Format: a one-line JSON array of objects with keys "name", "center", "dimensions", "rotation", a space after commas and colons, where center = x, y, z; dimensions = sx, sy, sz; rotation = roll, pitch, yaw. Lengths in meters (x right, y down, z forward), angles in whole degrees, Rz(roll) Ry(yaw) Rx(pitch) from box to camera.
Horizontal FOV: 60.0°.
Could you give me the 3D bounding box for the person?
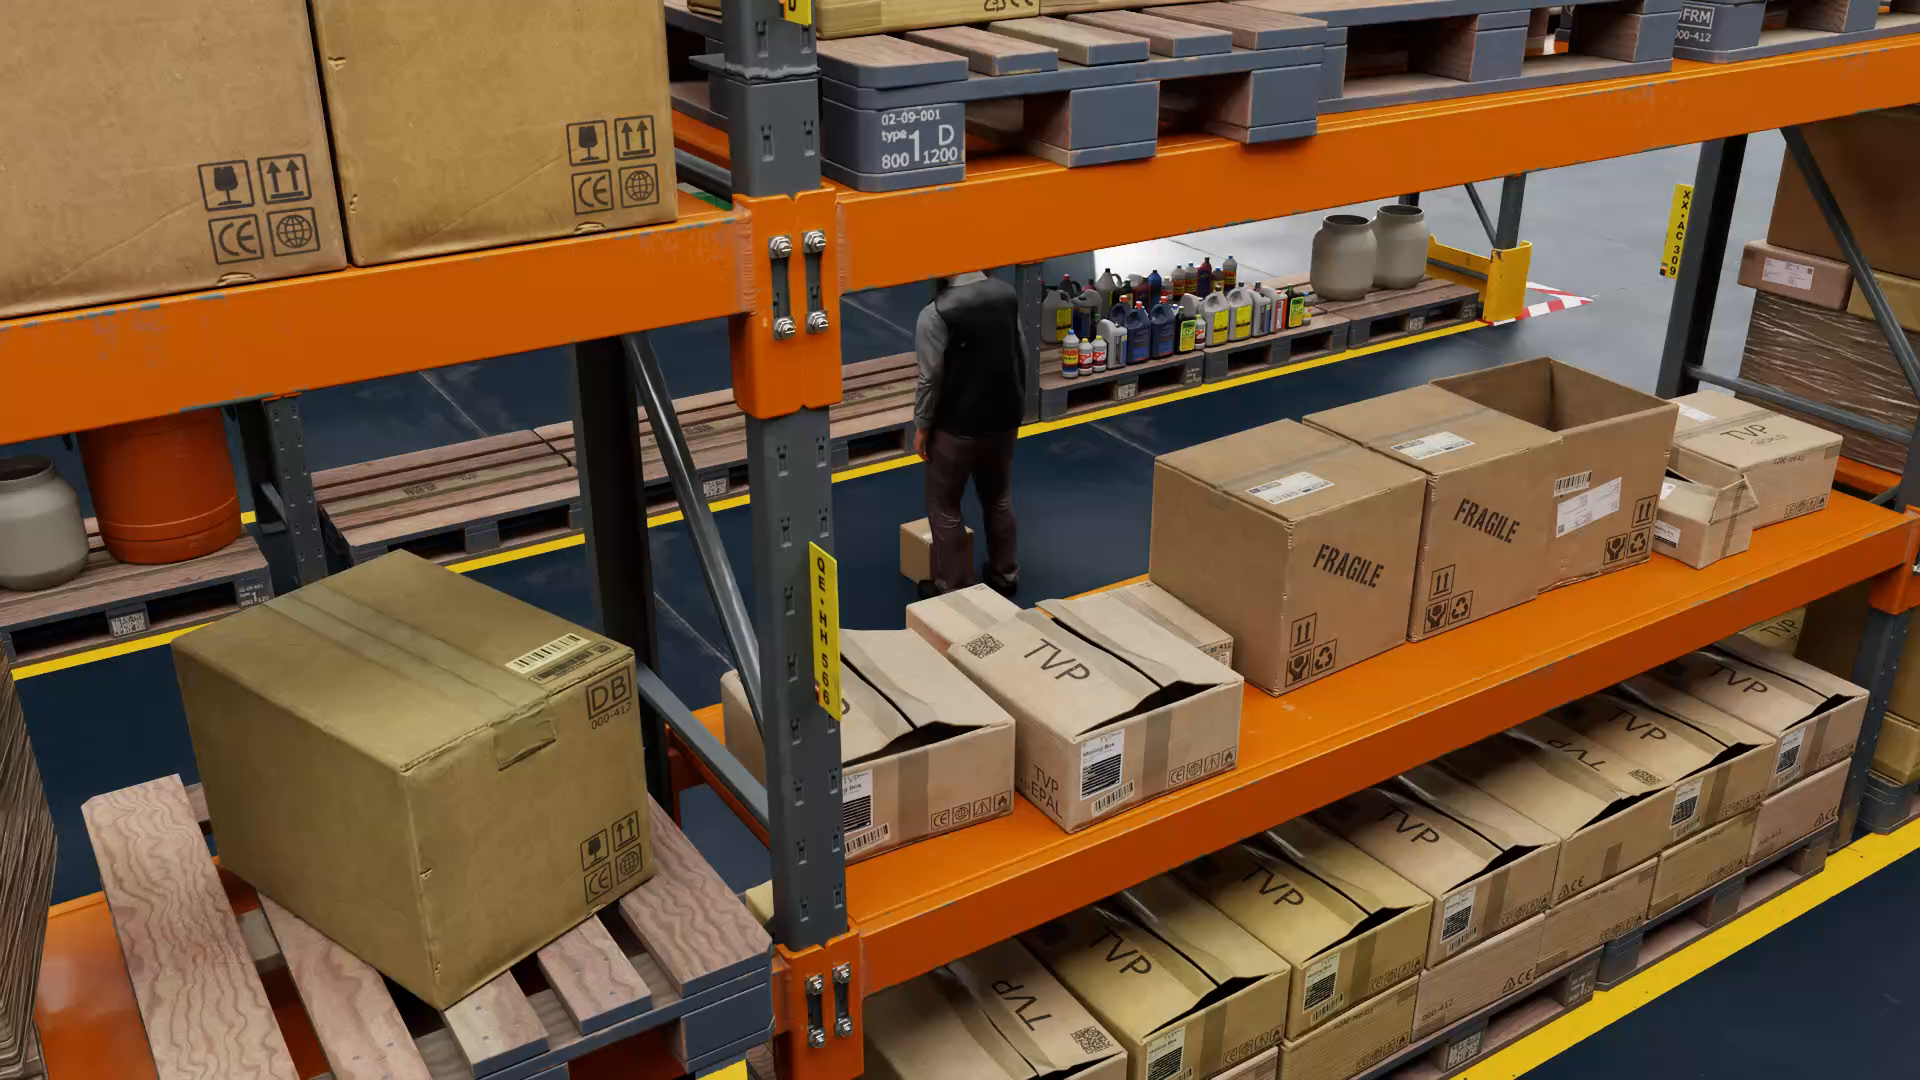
[{"name": "person", "center": [0.050, -0.511, 7.236], "dimensions": [0.582, 1.719, 0.427], "rotation": [-17, 30, -32]}]
